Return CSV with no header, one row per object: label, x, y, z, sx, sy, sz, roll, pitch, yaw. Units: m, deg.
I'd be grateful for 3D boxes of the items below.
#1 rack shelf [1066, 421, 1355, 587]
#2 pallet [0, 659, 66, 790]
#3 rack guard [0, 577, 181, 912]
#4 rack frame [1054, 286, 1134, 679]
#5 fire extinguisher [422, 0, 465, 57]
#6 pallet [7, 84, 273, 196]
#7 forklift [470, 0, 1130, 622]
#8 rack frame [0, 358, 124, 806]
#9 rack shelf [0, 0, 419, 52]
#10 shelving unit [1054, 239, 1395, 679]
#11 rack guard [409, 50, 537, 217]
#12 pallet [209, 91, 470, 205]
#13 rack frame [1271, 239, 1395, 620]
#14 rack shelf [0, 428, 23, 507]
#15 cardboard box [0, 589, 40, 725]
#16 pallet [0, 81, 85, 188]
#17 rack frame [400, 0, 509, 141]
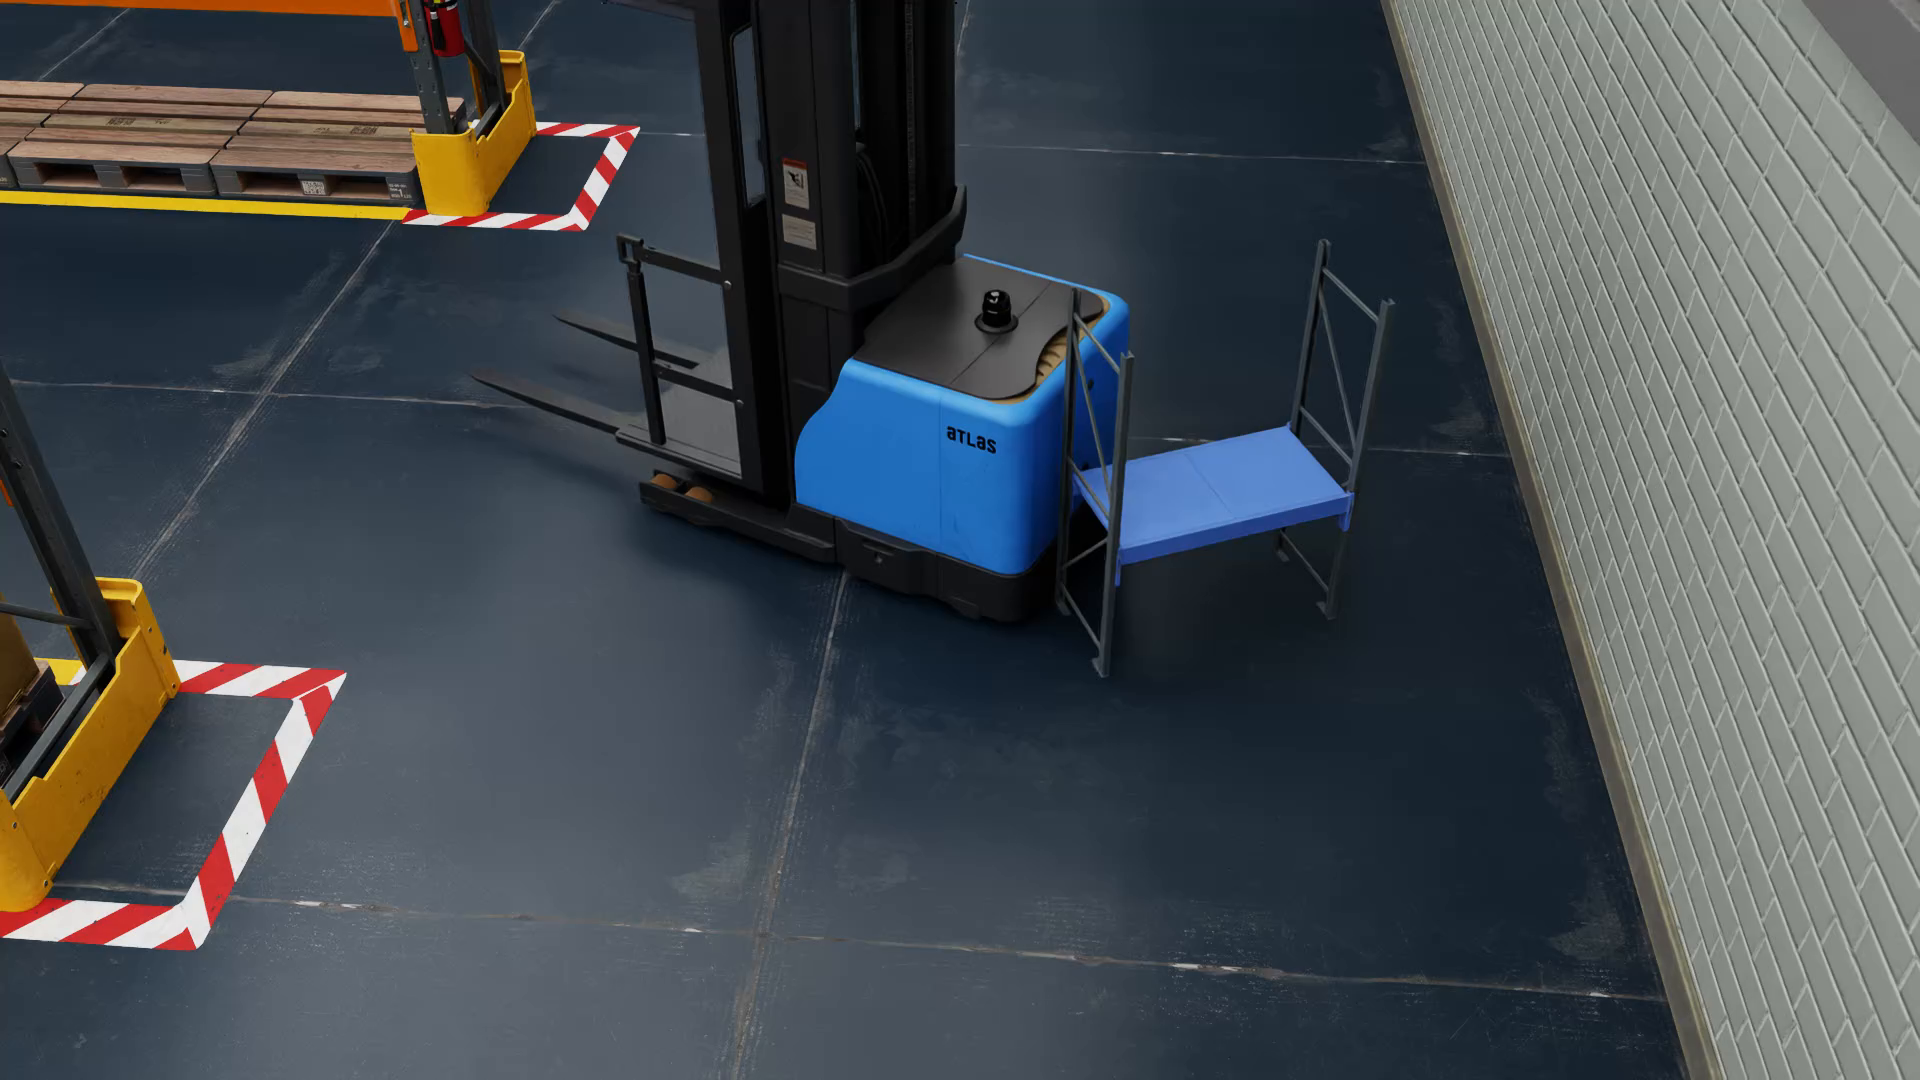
rack shelf,0.970,-0.154,6.536,1.000,0.185,0.538,-13,41,-15
pallet,-4.110,0.822,6.073,1.213,0.211,1.003,3,39,4
rack guard,-3.282,0.705,5.987,0.348,0.500,1.175,3,39,4
rack frame,0.492,-0.185,6.289,0.032,1.500,0.500,-13,41,-15
fire extinguisher,-2.768,-2.912,8.808,0.183,0.674,0.296,3,39,4
pallet,-4.909,-2.436,10.076,1.213,0.211,1.003,3,39,4
forklift,-0.834,-1.475,6.740,3.031,2.935,1.130,19,43,22
rack frame,-3.306,-0.265,5.200,0.127,3.000,1.000,3,39,4
rack shelf,-4.871,-3.210,9.388,4.000,0.370,1.077,3,39,4
shelving unit,0.970,-0.294,6.423,1.048,1.500,0.538,-13,41,-15
rack guard,-2.854,-2.418,9.824,0.348,0.500,1.175,3,39,4
pallet,-3.697,-2.368,9.992,1.213,0.211,1.003,3,39,4
rack frame,1.448,-0.402,6.556,0.032,1.500,0.500,-13,41,-15
rack shelf,-5.299,-0.095,5.561,4.000,0.370,1.077,3,39,4
cardboard box,-3.951,0.411,5.719,0.875,0.875,0.875,3,39,4
pallet,-6.128,-2.501,10.155,1.213,0.211,1.003,3,39,4
rack frame,-2.879,-3.380,9.027,0.127,3.000,1.000,3,39,4
